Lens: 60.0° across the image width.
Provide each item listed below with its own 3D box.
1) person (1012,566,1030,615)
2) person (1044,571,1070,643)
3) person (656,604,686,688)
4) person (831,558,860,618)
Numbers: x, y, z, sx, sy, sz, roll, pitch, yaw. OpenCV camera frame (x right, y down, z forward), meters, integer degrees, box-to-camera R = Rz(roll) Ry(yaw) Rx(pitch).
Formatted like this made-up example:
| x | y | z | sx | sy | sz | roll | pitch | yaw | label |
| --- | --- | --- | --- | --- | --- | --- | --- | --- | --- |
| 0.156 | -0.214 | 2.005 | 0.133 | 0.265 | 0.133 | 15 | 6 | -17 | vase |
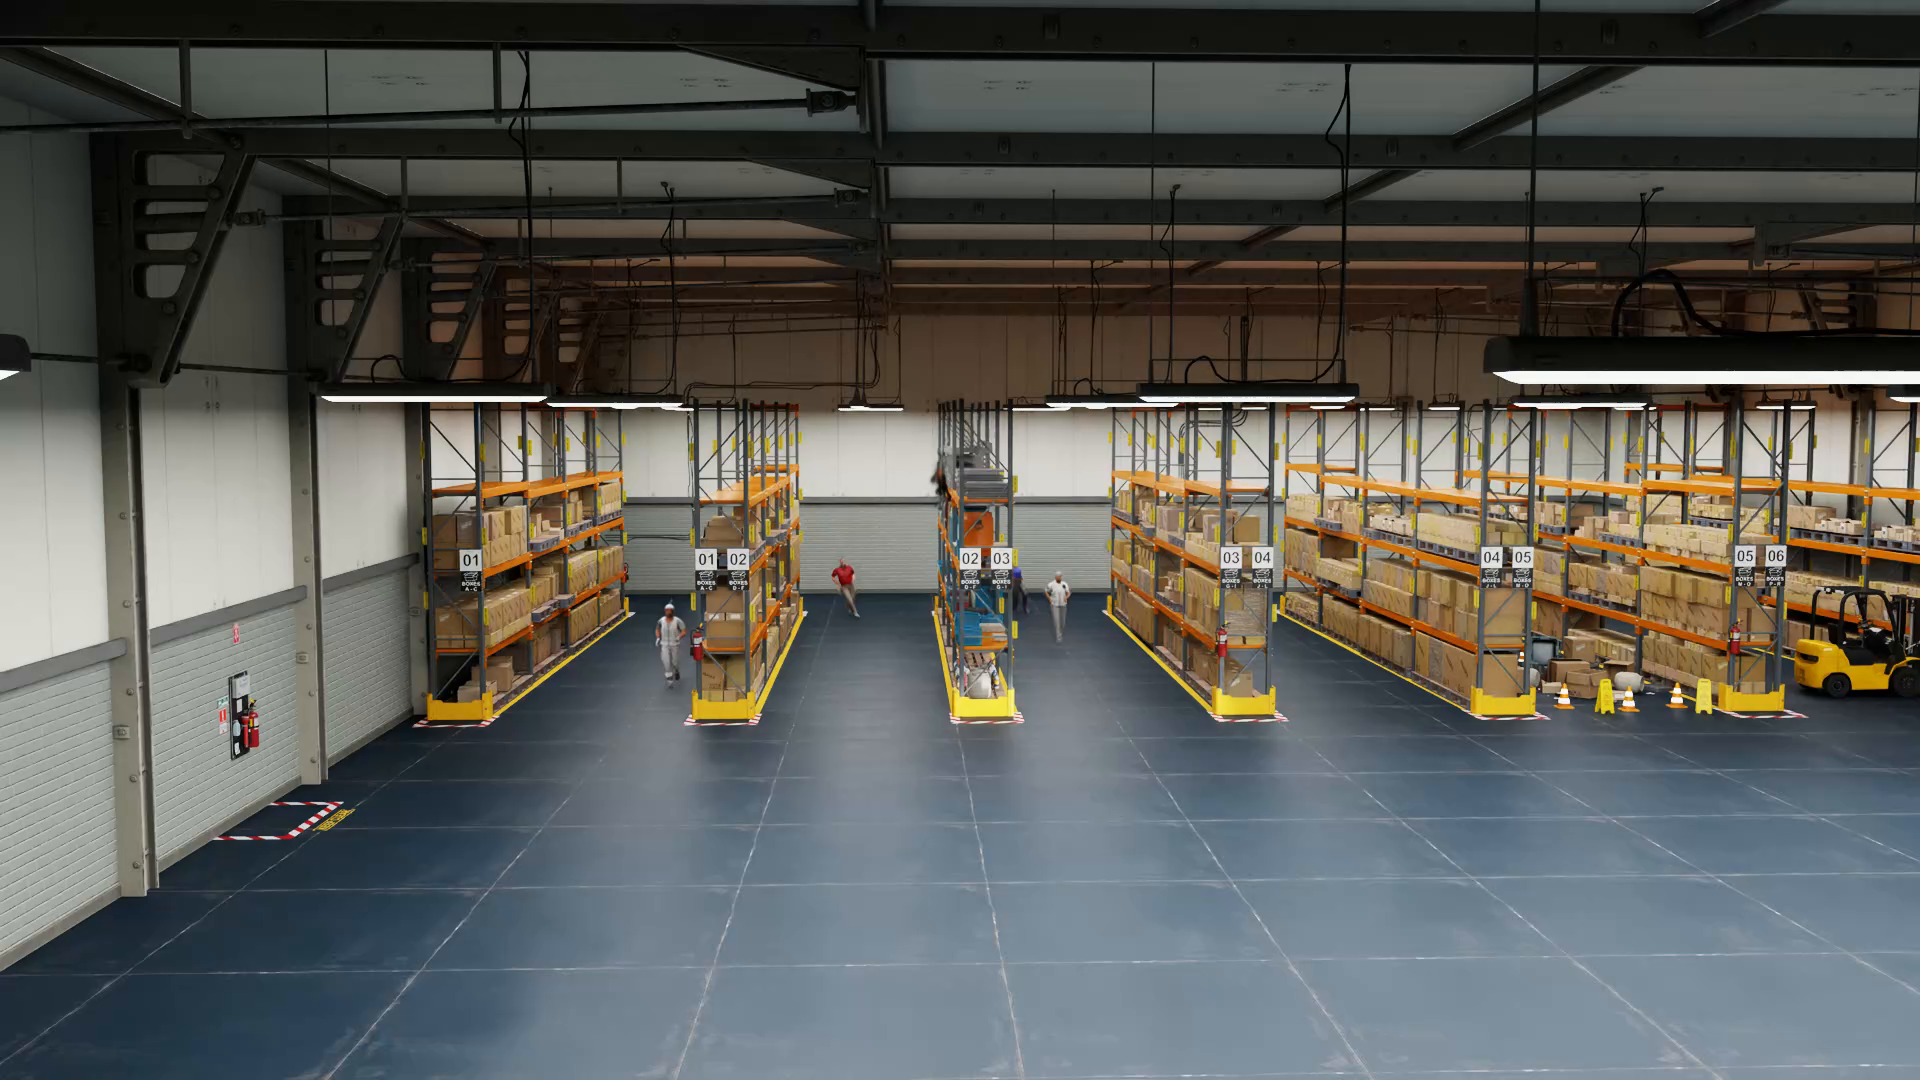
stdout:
| x | y | z | sx | sy | sz | roll | pitch | yaw | label |
| --- | --- | --- | --- | --- | --- | --- | --- | --- | --- |
| 1.618 | 1.302 | 47.467 | 0.573 | 1.634 | 0.667 | -3 | 5 | -35 | person |
| 2.355 | 1.593 | 39.910 | 0.603 | 1.691 | 0.683 | -1 | 4 | -9 | person |
| -6.057 | 2.208 | 34.798 | 0.651 | 1.747 | 0.692 | 0 | 4 | 0 | person |
| -3.255 | 1.345 | 46.901 | 0.704 | 1.681 | 0.862 | -2 | 5 | -28 | person |
